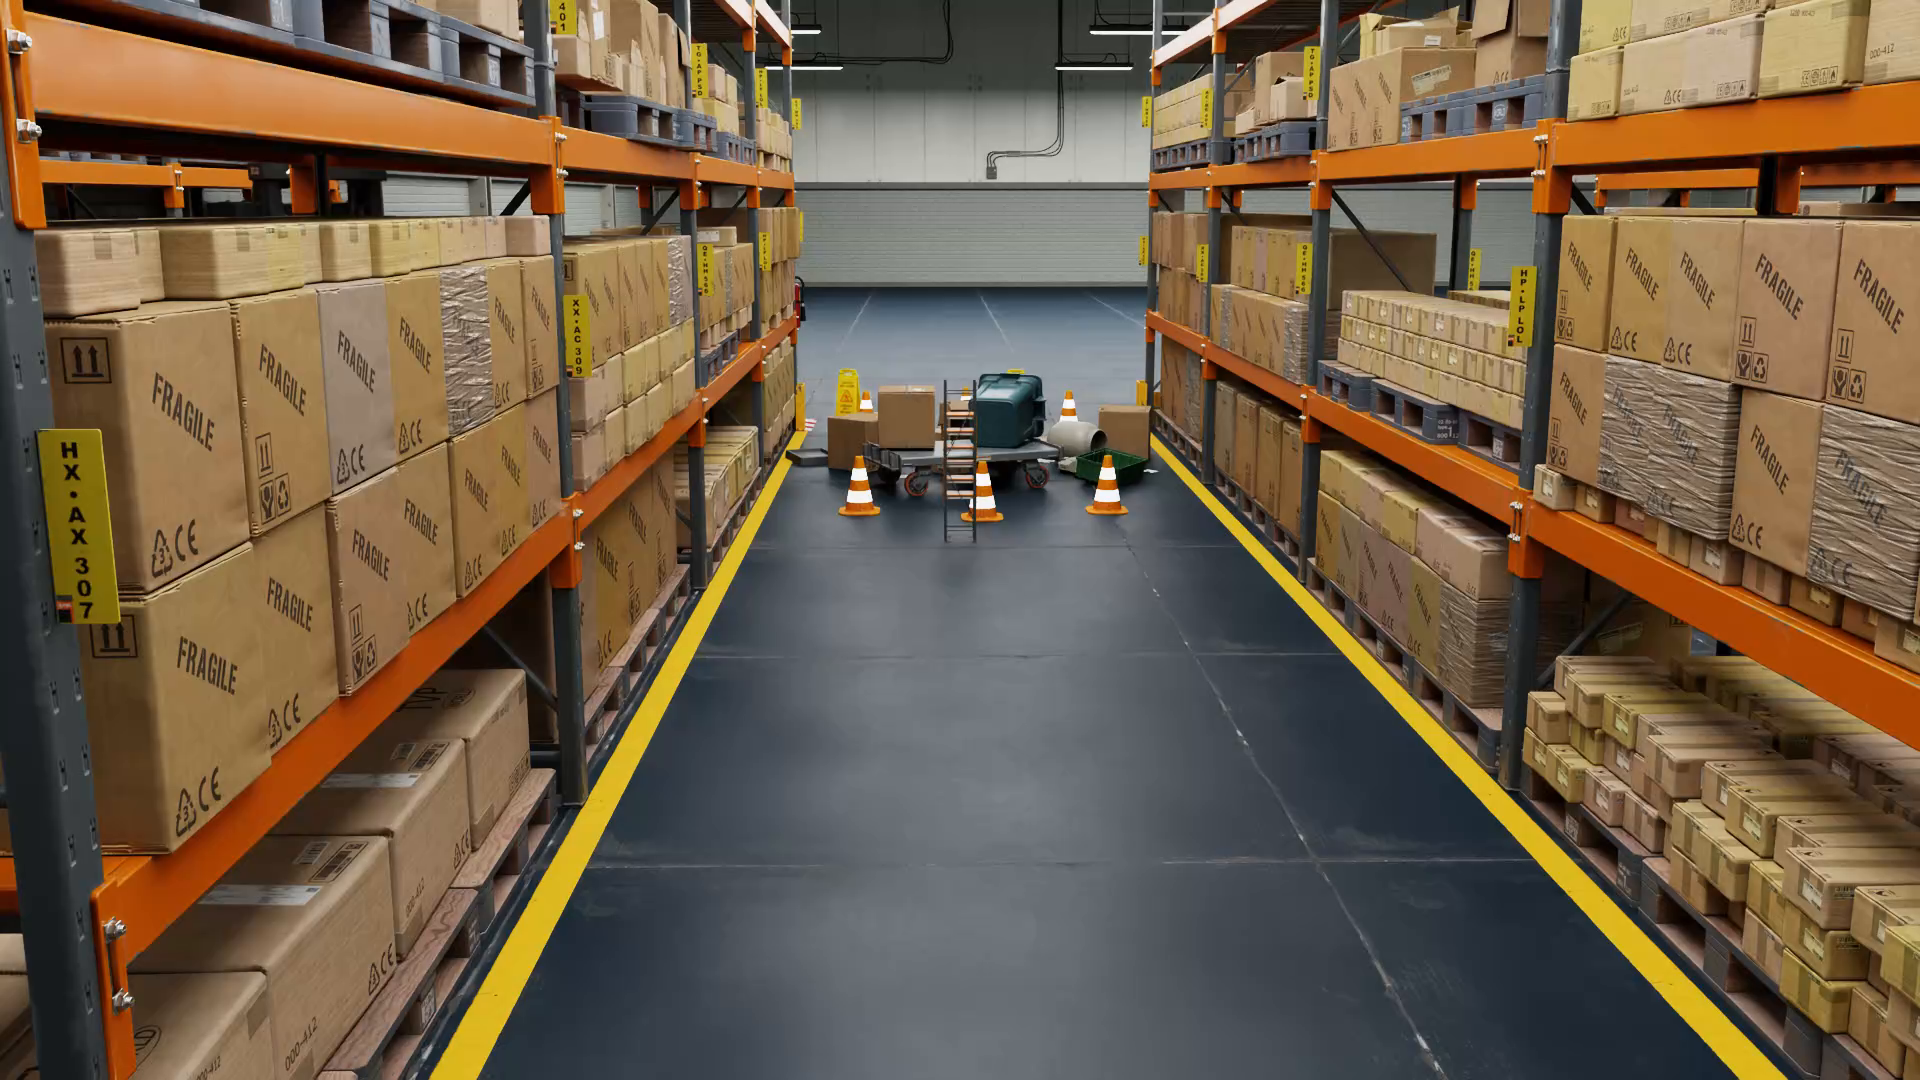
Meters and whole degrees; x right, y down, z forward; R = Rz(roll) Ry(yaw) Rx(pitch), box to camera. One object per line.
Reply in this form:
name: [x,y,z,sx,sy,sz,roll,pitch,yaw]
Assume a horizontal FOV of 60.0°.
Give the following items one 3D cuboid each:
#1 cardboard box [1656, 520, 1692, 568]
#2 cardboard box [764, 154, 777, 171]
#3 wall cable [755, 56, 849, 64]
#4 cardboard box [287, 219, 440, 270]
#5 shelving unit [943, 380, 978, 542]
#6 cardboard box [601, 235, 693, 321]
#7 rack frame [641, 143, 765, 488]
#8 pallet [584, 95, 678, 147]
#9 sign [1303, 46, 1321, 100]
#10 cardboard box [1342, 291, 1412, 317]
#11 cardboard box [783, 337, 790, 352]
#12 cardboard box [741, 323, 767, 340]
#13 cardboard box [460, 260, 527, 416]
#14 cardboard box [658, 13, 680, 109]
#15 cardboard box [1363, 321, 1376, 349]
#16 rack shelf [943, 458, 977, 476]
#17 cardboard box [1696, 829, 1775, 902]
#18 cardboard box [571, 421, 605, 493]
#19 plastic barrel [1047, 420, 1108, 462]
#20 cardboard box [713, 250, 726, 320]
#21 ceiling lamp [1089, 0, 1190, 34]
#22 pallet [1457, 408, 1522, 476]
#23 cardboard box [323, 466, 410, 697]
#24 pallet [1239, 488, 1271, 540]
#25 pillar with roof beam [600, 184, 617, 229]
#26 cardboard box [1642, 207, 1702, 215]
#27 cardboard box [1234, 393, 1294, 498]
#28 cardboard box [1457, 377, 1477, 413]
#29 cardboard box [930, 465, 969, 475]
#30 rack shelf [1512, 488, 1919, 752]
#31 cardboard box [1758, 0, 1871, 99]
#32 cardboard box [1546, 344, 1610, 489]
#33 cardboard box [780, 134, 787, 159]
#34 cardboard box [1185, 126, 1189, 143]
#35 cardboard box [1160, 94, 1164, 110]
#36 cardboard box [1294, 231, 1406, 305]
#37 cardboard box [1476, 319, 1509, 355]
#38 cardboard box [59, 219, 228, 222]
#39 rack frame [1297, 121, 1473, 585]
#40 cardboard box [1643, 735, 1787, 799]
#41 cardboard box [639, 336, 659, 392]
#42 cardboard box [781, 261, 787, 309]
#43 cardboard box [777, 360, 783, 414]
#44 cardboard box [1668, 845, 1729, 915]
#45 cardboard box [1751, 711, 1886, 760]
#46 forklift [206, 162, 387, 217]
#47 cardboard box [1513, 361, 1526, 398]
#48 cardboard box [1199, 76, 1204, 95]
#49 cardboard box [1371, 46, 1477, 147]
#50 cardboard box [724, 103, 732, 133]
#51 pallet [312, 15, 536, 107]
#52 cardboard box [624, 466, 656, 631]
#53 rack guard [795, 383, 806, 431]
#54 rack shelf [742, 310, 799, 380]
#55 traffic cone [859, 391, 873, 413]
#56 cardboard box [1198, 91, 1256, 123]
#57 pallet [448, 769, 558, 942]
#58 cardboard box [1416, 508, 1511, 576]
cardboard box: [2.615,-0.003,5.661,0.380,0.149,0.250,0,11,0]
cardboard box: [-1.953,-3.608,15.888,0.380,0.149,0.250,0,11,-2]
wall cable: [-4.839,-13.033,49.274,3.097,2.526,0.112,0,11,-1]
cardboard box: [-1.800,-0.894,5.024,0.380,0.149,0.250,0,11,-2]
shelving unit: [0.000,-0.591,12.454,0.258,1.200,0.189,0,11,-1]
cardboard box: [-1.898,-1.584,10.056,0.500,0.500,0.500,-1,11,-3]
rack frame: [-2.253,-1.942,14.586,1.000,3.000,0.127,0,11,-1]
pallet: [-2.078,-2.174,8.662,1.003,0.211,1.213,0,11,1]
sign: [2.221,-2.949,10.505,0.100,0.325,0.005,0,11,-1]
cardboard box: [2.592,-1.468,10.329,0.380,0.149,0.250,0,11,-1]
cardboard box: [-1.984,-2.050,17.460,0.380,0.149,0.250,0,11,0]
cardboard box: [-1.939,-1.883,14.926,0.380,0.149,0.250,0,11,-1]
cardboard box: [-1.800,-0.697,5.684,0.500,0.500,0.500,0,11,-2]
cardboard box: [-1.960,-2.675,9.351,0.700,0.500,0.500,-1,11,-4]
cardboard box: [2.602,-1.212,9.815,0.380,0.149,0.250,-1,11,-3]
rack shelf: [0.000,-0.547,12.463,0.258,0.103,0.180,0,11,-1]
cardboard box: [2.589,1.033,5.288,0.380,0.149,0.250,0,11,-1]
cardboard box: [-1.833,-0.367,7.199,0.500,0.250,0.500,-1,11,-2]
plastic barrel: [1.137,-0.939,16.122,0.512,0.421,0.421,9,15,38]
cardboard box: [-1.984,-1.847,12.062,0.500,0.500,0.500,0,11,0]
ceiling lamp: [3.600,-11.809,33.452,2.000,3.185,0.800,0,11,-1]
pallet: [2.989,-0.450,7.718,1.003,0.211,1.213,0,11,-1]
cardboard box: [-1.759,0.096,4.288,0.500,0.500,0.500,0,11,-1]
pallet: [2.813,-0.219,13.110,1.003,0.211,1.213,0,11,-1]
pillar with roof beam: [-4.377,-10.302,40.707,9.100,9.000,0.548,0,11,-1]
cardboard box: [7.326,-3.153,17.043,0.500,0.500,0.500,0,11,-1]
cardboard box: [2.813,-0.771,13.416,1.050,0.750,0.750,0,11,-1]
cardboard box: [2.639,-0.704,8.059,0.380,0.149,0.250,-1,11,-4]
cardboard box: [-0.124,-0.773,15.700,0.258,0.266,0.396,-10,15,-40]
rack shelf: [2.900,0.358,5.059,1.077,0.370,4.000,0,11,-1]
cardboard box: [2.622,-1.388,4.691,0.500,0.250,0.500,0,11,1]
cardboard box: [2.617,-0.487,6.417,0.500,0.500,0.500,0,11,-2]
cardboard box: [-2.060,-4.079,17.203,0.500,0.250,0.500,0,11,-2]
cardboard box: [2.345,-3.857,15.806,0.380,0.149,0.250,0,11,0]
cardboard box: [2.309,-4.602,17.471,0.380,0.149,0.250,0,11,-2]
cardboard box: [2.765,-1.916,11.692,0.700,0.500,0.500,0,11,-2]
cardboard box: [2.646,-0.950,7.777,0.380,0.149,0.250,-1,11,-3]
cardboard box: [-2.328,-0.842,4.766,0.380,0.149,0.250,0,11,-1]
rack frame: [2.776,-1.187,10.866,1.000,3.000,0.127,0,11,-1]
cardboard box: [2.612,0.785,5.763,0.380,0.149,0.250,0,11,0]
cardboard box: [-1.850,-0.916,8.650,0.500,0.250,0.500,-1,11,-3]
cardboard box: [-2.037,-2.626,16.959,0.500,0.500,0.500,0,11,-1]
cardboard box: [-2.027,-1.495,16.359,0.500,0.500,0.500,0,11,2]
cardboard box: [2.613,1.131,5.555,0.380,0.149,0.250,-1,11,-3]
cardboard box: [3.111,0.729,6.037,0.380,0.149,0.250,0,11,1]
forklift: [-5.199,-1.628,13.212,1.130,2.935,3.031,-9,15,-39]
cardboard box: [2.653,-0.699,7.286,0.380,0.149,0.250,0,11,1]
cardboard box: [2.362,-4.096,14.981,0.380,0.149,0.250,0,11,-1]
cardboard box: [2.555,-2.393,9.013,0.500,0.500,0.500,0,11,-1]
cardboard box: [-2.091,-3.328,13.196,0.500,0.250,0.500,0,11,0]
pallet: [-2.081,-1.615,5.656,1.003,0.211,1.213,0,11,-1]
cardboard box: [-2.225,0.004,9.284,0.875,0.875,0.875,0,11,0]
rack guard: [-2.334,-1.497,18.679,1.175,0.500,0.348,0,11,-1]
rack shelf: [-2.295,-1.987,16.617,1.077,0.370,4.000,0,11,-1]
traffic cone: [-1.037,-1.413,18.362,0.336,0.463,0.334,0,11,-1]
cardboard box: [2.427,-3.876,14.898,0.500,0.250,0.500,0,11,-2]
pallet: [-2.150,1.167,6.278,1.003,0.211,1.213,0,11,-1]
cardboard box: [2.594,0.011,8.307,0.500,0.250,0.500,0,11,2]
